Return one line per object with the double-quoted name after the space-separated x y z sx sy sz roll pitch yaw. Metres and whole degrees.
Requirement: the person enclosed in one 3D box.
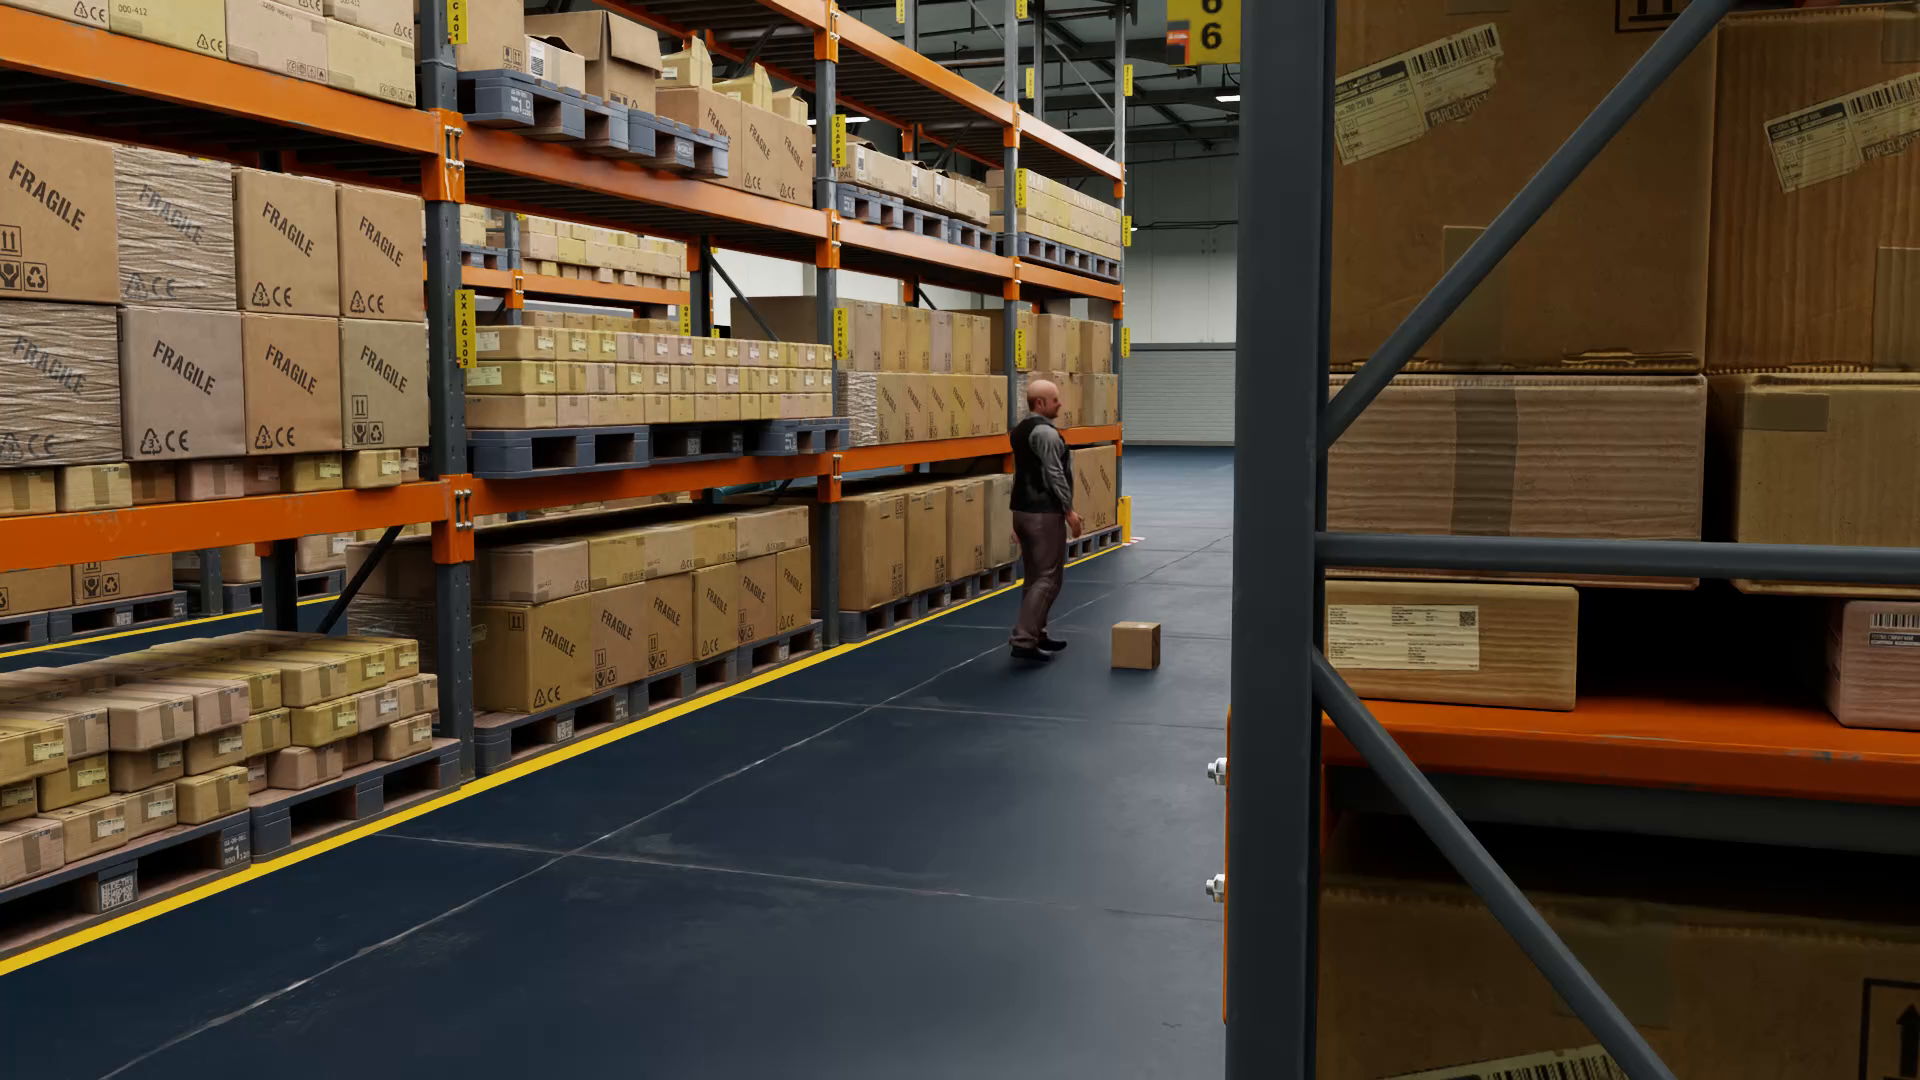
0.496 -0.123 10.247 0.532 1.721 0.537 -2 5 -18 "person"
